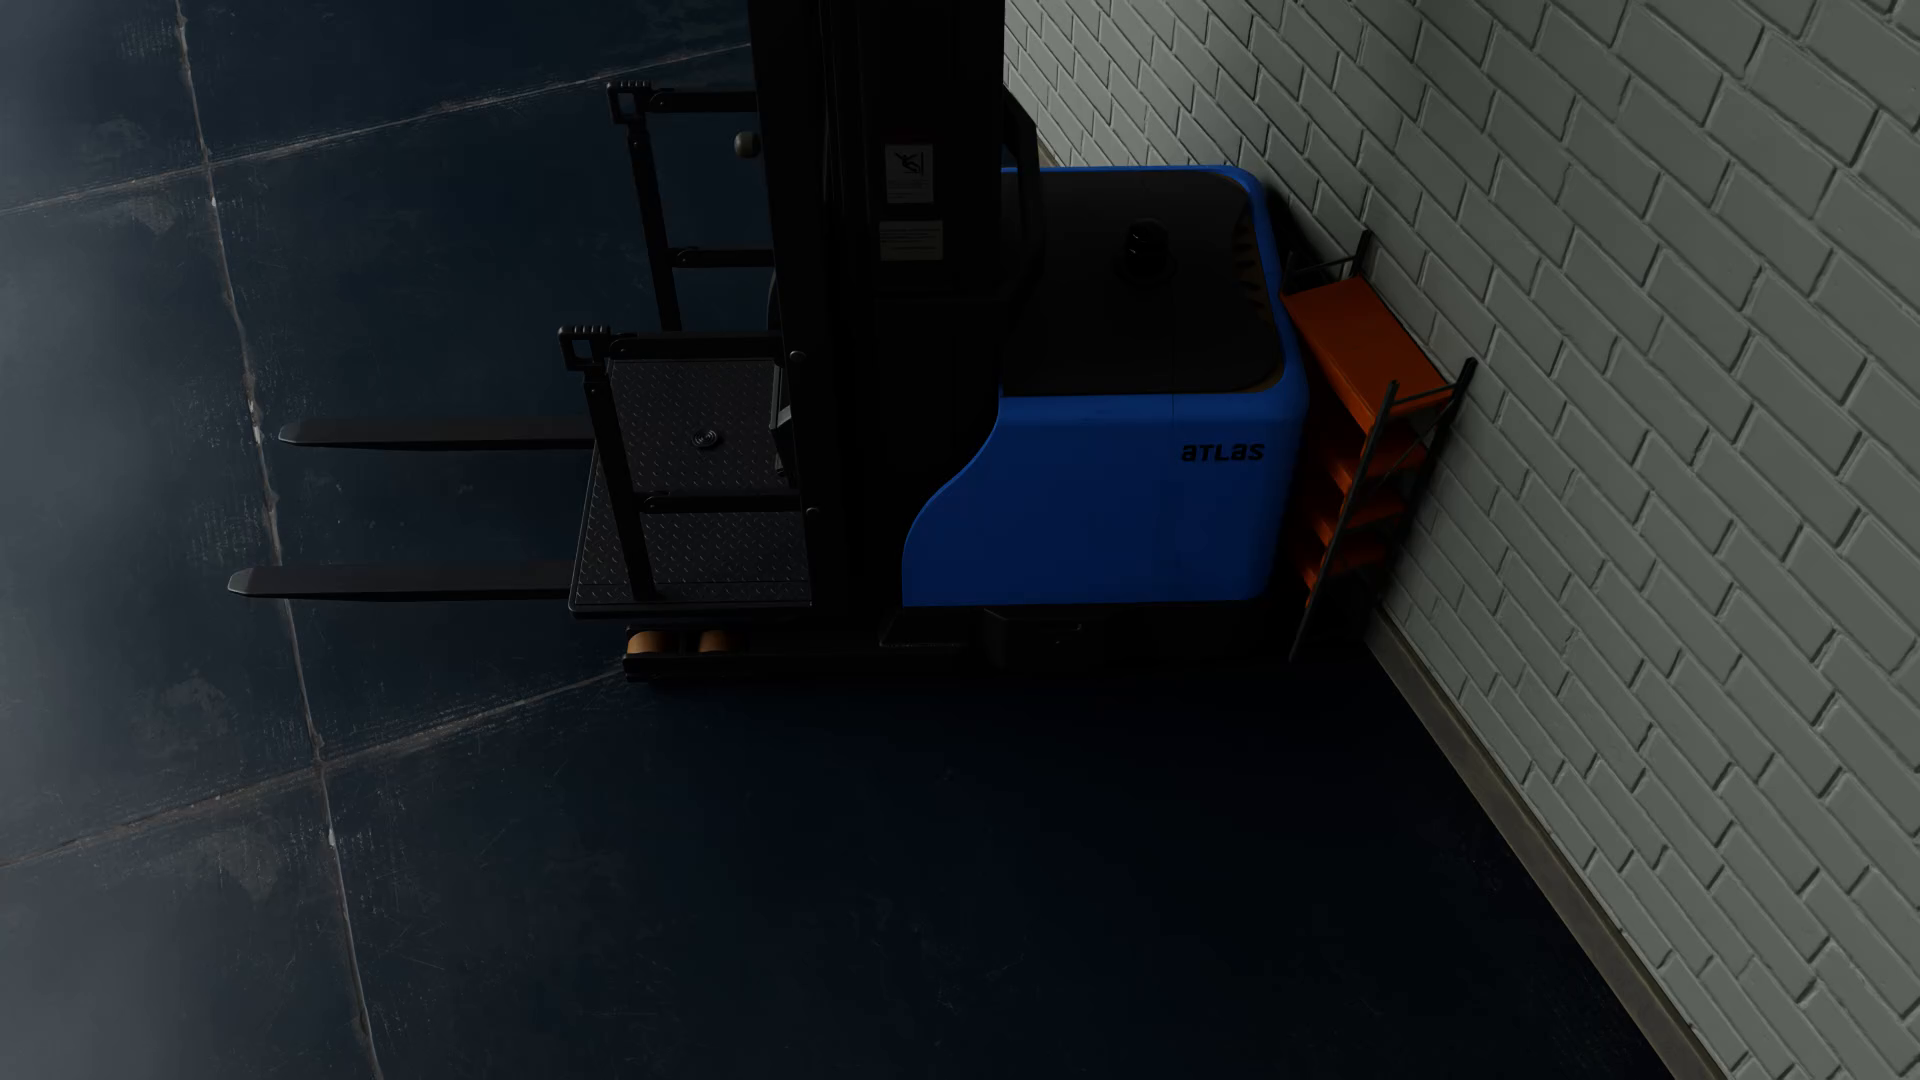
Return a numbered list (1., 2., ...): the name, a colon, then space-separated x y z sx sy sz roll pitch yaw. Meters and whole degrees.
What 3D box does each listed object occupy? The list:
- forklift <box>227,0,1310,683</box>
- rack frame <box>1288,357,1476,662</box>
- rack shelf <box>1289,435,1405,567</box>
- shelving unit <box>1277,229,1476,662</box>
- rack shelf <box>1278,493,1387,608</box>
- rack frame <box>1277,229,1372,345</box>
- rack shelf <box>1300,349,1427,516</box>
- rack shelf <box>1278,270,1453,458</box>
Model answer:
1. forklift: -0.625 -0.944 4.129 3.031 2.935 1.130 -1 49 -1
2. rack frame: 1.118 -0.043 4.501 0.240 1.200 0.015 -17 55 -16
3. rack shelf: 1.020 -0.182 4.688 0.258 0.148 0.480 -17 55 -16
4. shelving unit: 1.024 -0.223 4.635 0.258 1.200 0.503 -17 55 -16
5. rack shelf: 1.011 -0.061 4.845 0.258 0.148 0.480 -17 55 -16
6. rack frame: 0.930 -0.404 4.769 0.240 1.200 0.015 -17 55 -16
7. rack shelf: 1.031 -0.319 4.512 0.258 0.148 0.480 -17 55 -16
8. rack shelf: 1.043 -0.464 4.325 0.258 0.148 0.480 -17 55 -16
